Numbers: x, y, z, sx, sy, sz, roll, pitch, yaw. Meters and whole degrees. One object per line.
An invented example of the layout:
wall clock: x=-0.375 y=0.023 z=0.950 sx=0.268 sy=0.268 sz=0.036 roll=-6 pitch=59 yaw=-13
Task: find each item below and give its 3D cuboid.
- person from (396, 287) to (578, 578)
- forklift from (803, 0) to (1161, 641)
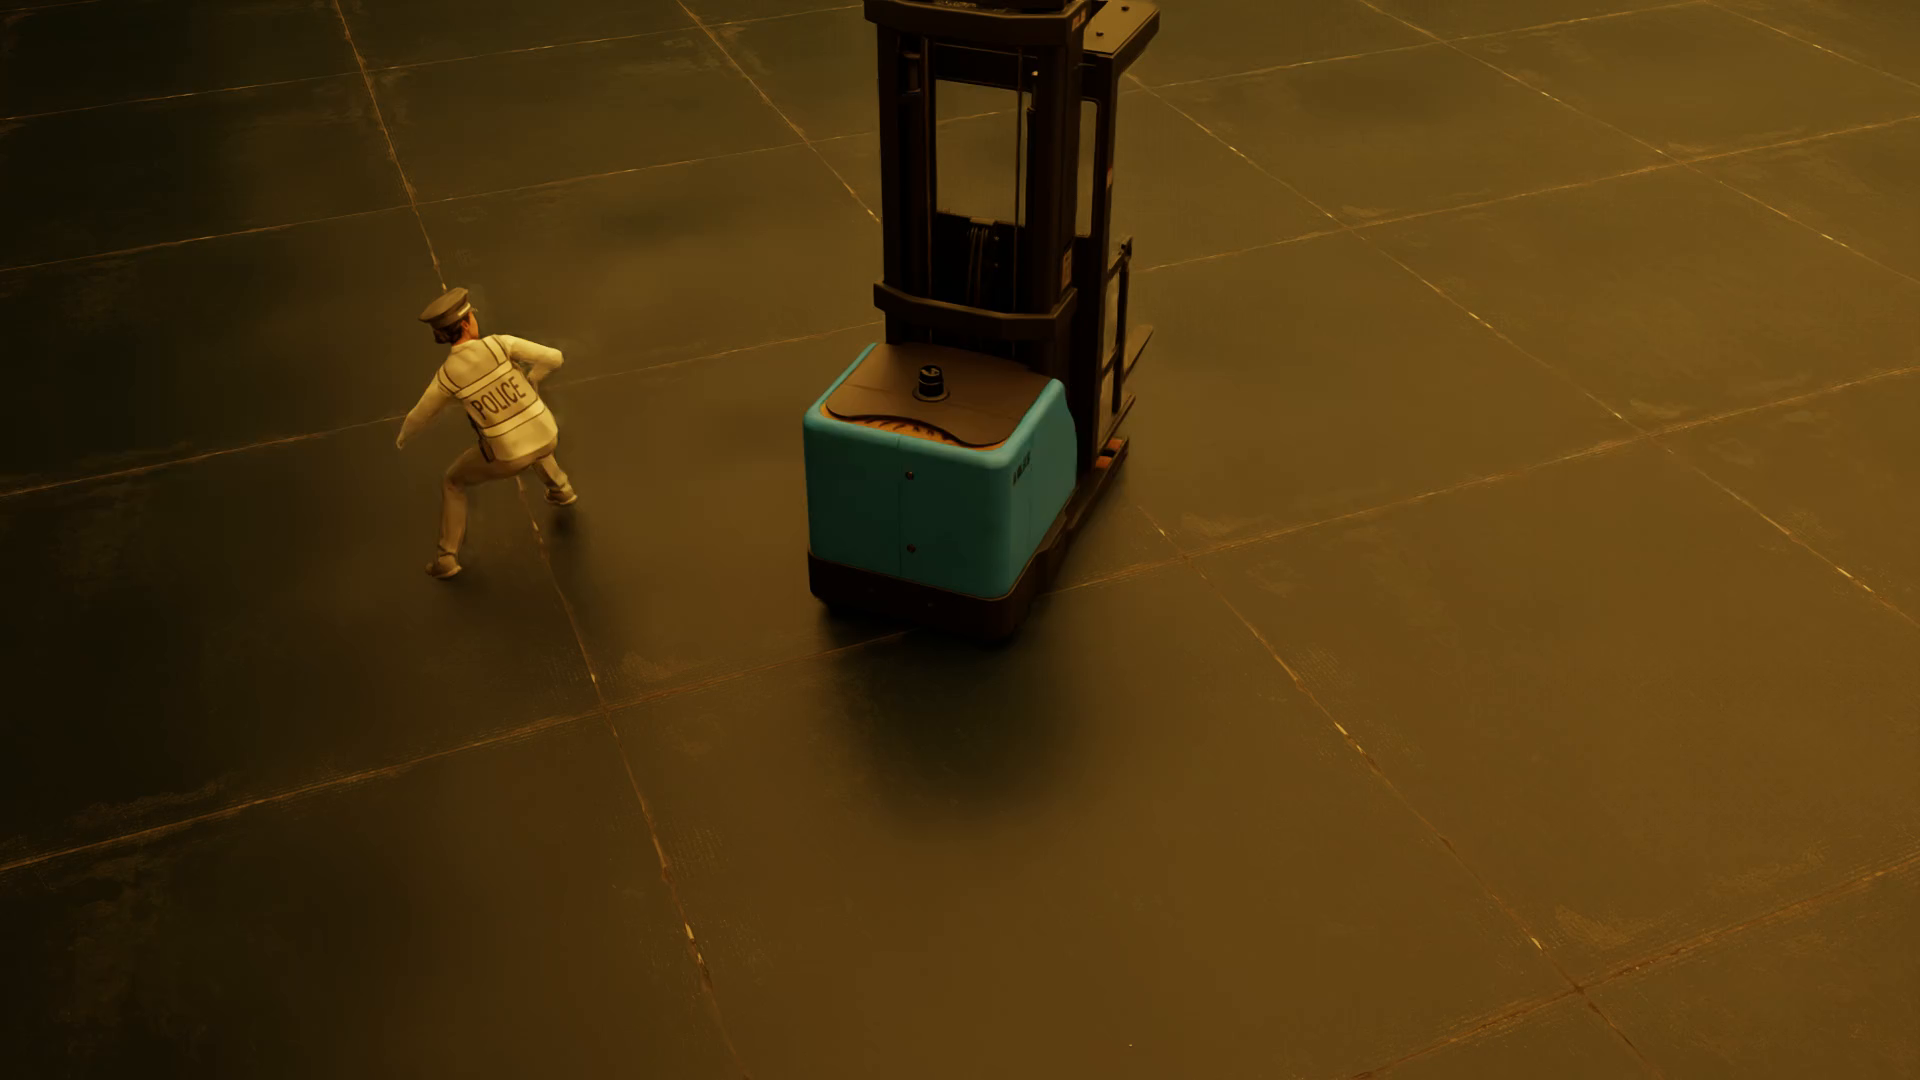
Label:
person: x=-2.366 y=-0.545 z=8.216 sx=0.850 sy=1.465 sz=0.716 roll=-24 pitch=42 yaw=-30
forklift: x=0.288 y=-1.569 z=8.305 sx=1.130 sy=2.935 sz=3.031 roll=13 pitch=38 yaw=18
